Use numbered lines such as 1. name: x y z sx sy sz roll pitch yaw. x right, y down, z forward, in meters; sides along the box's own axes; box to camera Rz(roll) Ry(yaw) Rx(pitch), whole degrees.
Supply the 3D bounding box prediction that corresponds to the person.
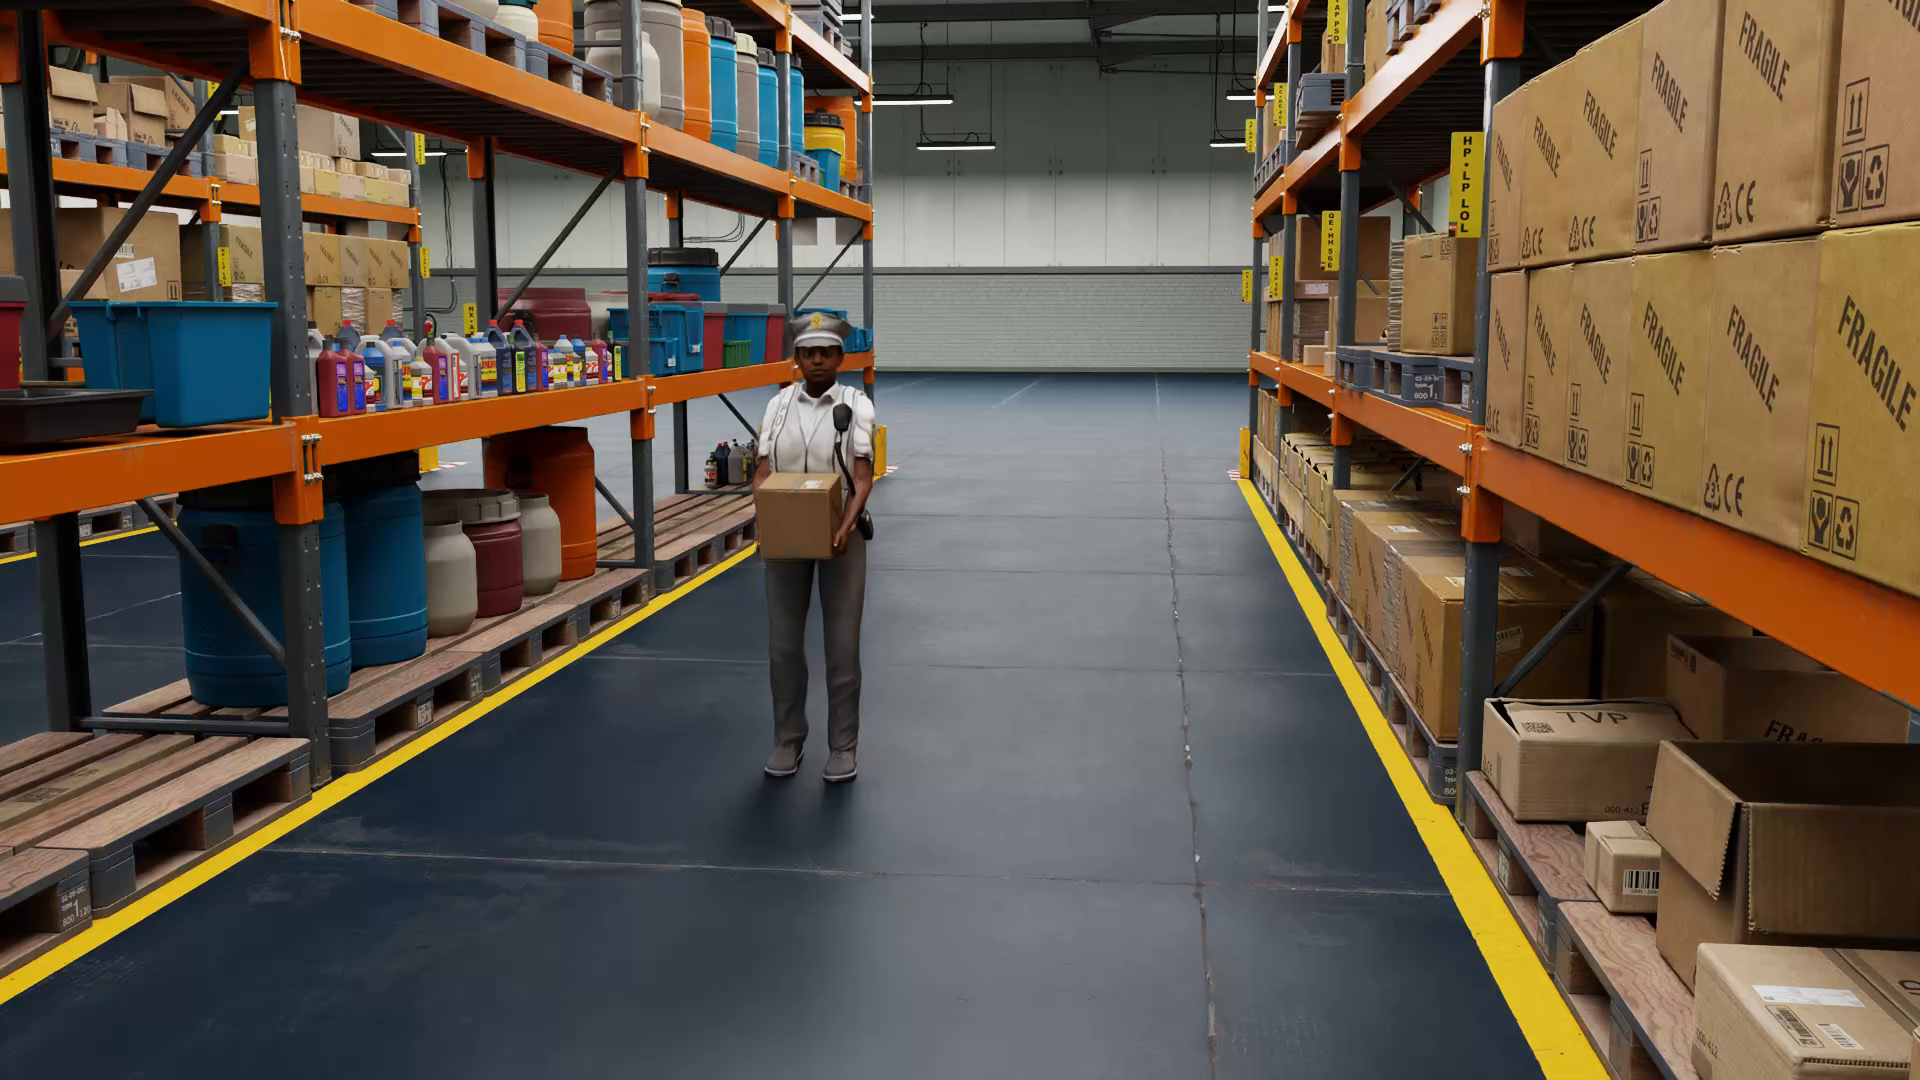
1. person: -0.536 0.025 6.033 0.441 1.692 0.517 1 8 6
